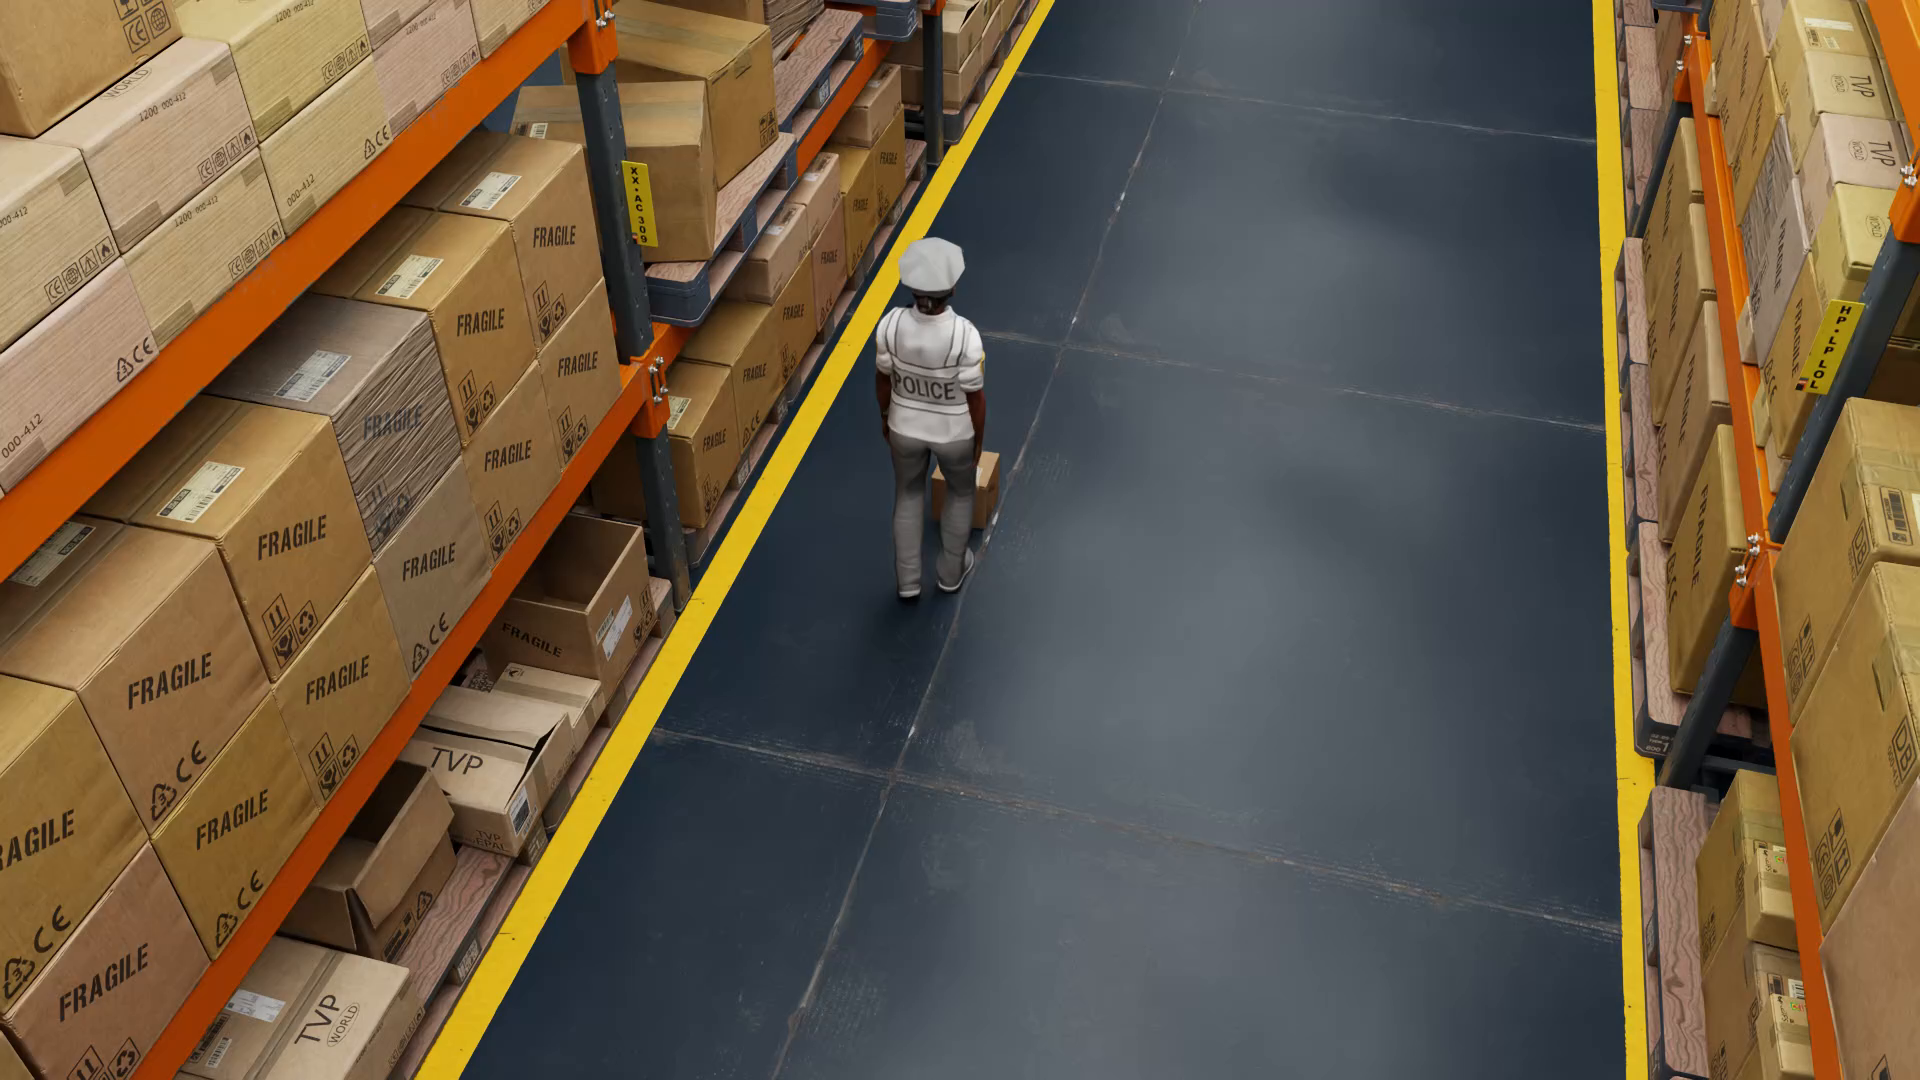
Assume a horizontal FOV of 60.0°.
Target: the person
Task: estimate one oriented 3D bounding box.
[{"bbox_3d":[-0.108,-0.439,6.703,0.456,1.736,0.406,10,42,11],"label":"person"}]
